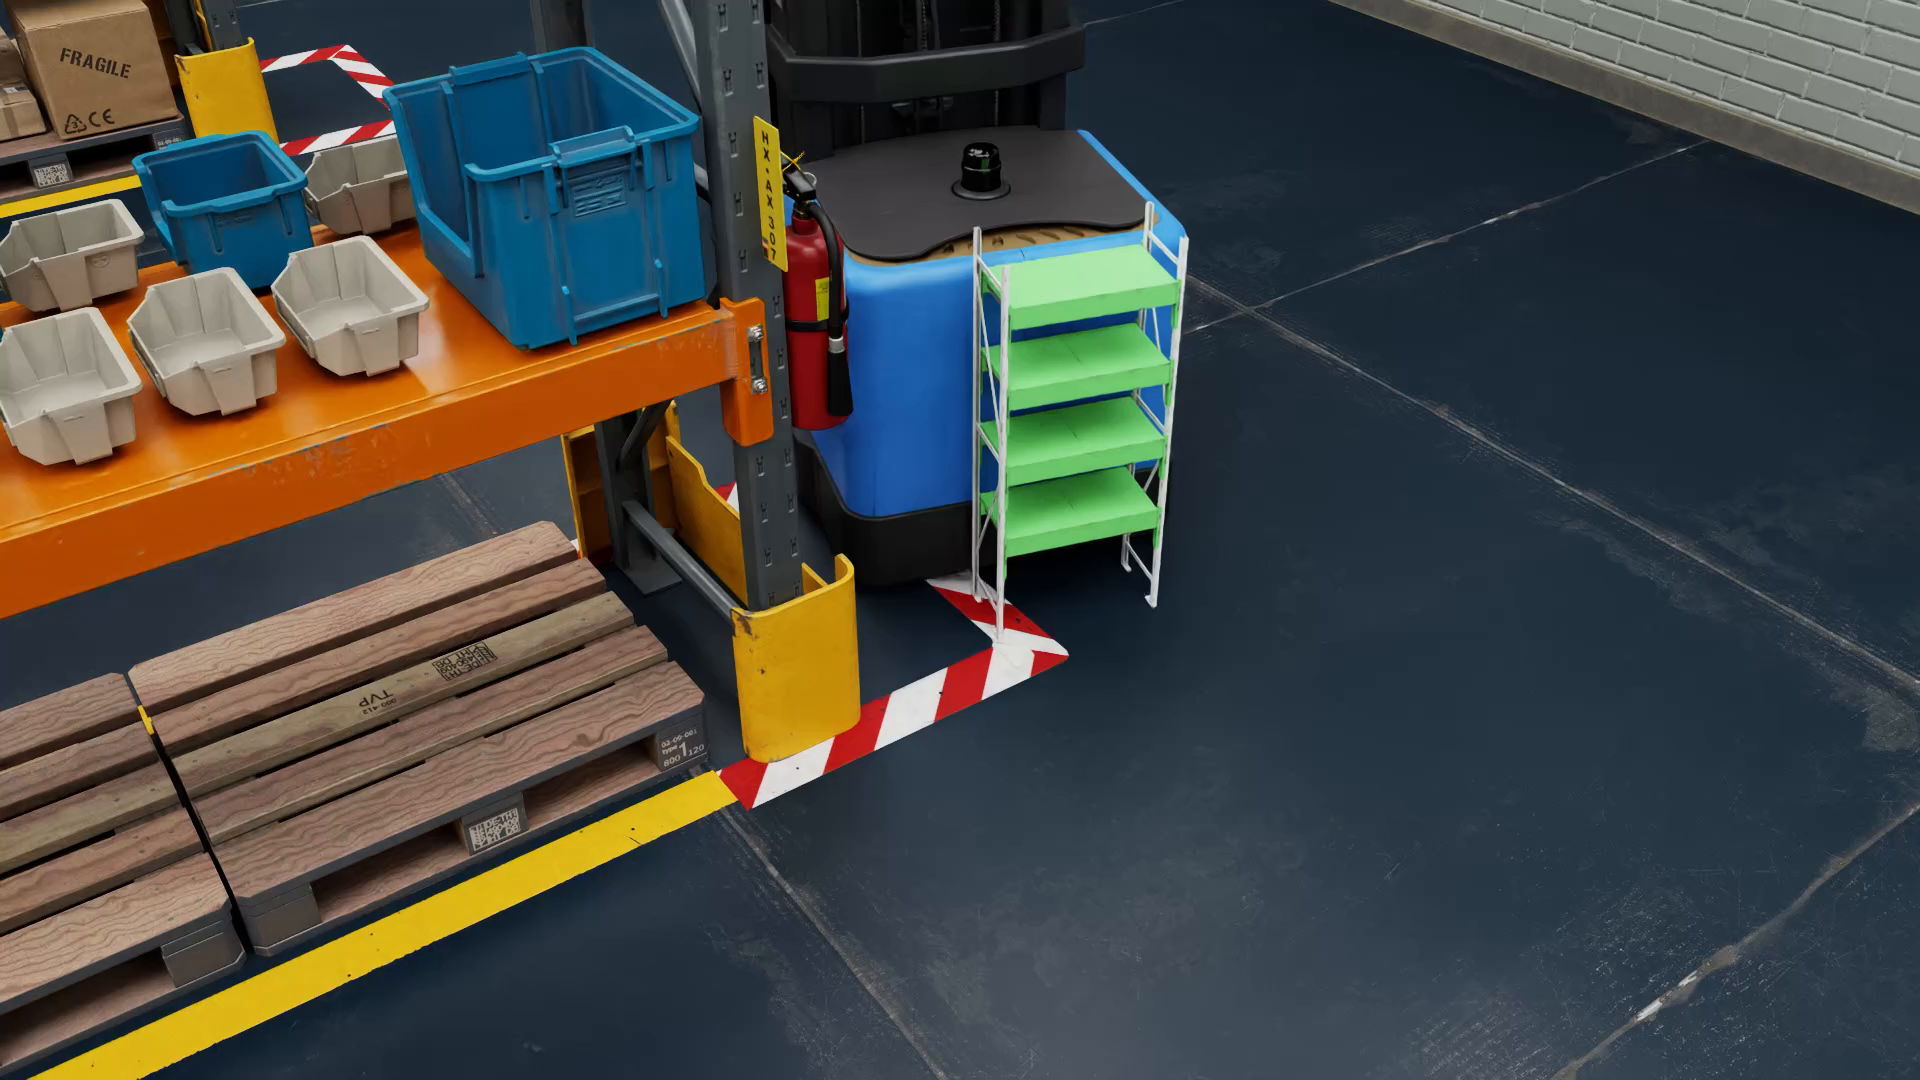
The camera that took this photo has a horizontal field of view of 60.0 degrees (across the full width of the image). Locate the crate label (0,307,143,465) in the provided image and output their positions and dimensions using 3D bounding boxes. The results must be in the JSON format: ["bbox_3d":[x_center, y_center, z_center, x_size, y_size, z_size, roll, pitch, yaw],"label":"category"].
[{"bbox_3d":[-1.757,-0.292,3.261,0.243,0.136,0.396,-22,41,-28],"label":"crate label"}]

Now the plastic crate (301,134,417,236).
[{"bbox_3d":[-1.438,-0.854,4.043,0.298,0.136,0.250,-22,41,-28],"label":"plastic crate"}]

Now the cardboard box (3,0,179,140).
[{"bbox_3d":[-3.889,-2.160,7.448,0.500,0.500,0.500,-22,41,-28],"label":"cardboard box"}]

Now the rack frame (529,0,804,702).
[{"bbox_3d":[-0.736,-0.931,3.976,0.127,3.000,1.000,-22,41,-28],"label":"rack frame"}]

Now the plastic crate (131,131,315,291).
[{"bbox_3d":[-1.666,-0.740,3.802,0.300,0.233,0.416,-22,41,-28],"label":"plastic crate"}]

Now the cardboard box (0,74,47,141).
[{"bbox_3d":[-4.272,-1.931,7.416,0.250,0.166,0.380,-22,41,-28],"label":"cardboard box"}]

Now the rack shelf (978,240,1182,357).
[{"bbox_3d":[0.311,-0.644,4.405,0.480,0.148,0.258,-11,37,-15],"label":"rack shelf"}]

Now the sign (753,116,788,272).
[{"bbox_3d":[-0.406,-0.740,3.571,0.005,0.325,0.100,-22,41,-28],"label":"sign"}]

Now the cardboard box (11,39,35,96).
[{"bbox_3d":[-4.331,-2.264,7.879,0.250,0.166,0.380,-22,41,-28],"label":"cardboard box"}]

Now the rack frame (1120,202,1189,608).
[{"bbox_3d":[0.543,-0.351,4.711,0.015,1.200,0.240,-11,37,-15],"label":"rack frame"}]

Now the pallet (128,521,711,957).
[{"bbox_3d":[-1.433,0.460,4.430,1.213,0.211,1.003,-22,41,-28],"label":"pallet"}]

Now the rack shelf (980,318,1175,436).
[{"bbox_3d":[0.311,-0.449,4.545,0.480,0.148,0.258,-11,37,-15],"label":"rack shelf"}]

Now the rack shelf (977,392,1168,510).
[{"bbox_3d":[0.311,-0.254,4.685,0.480,0.148,0.258,-11,37,-15],"label":"rack shelf"}]

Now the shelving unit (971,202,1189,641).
[{"bbox_3d":[0.311,-0.306,4.648,0.503,1.200,0.258,-11,37,-15],"label":"shelving unit"}]

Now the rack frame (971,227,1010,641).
[{"bbox_3d":[0.080,-0.261,4.585,0.015,1.200,0.240,-11,37,-15],"label":"rack frame"}]

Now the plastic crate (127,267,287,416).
[{"bbox_3d":[-1.544,-0.397,3.408,0.243,0.136,0.396,-22,41,-28],"label":"plastic crate"}]

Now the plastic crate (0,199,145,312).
[{"bbox_3d":[-1.992,-0.626,3.726,0.298,0.136,0.250,-22,41,-28],"label":"plastic crate"}]

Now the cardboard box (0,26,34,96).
[{"bbox_3d":[-4.603,-2.143,7.639,0.500,0.250,0.500,-22,41,-28],"label":"cardboard box"}]

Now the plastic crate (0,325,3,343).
[{"bbox_3d":[-2.204,-0.519,3.494,0.300,0.233,0.416,-22,41,-28],"label":"plastic crate"}]

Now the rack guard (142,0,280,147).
[{"bbox_3d":[-3.649,-2.256,7.959,0.348,0.500,1.175,-22,41,-28],"label":"rack guard"}]

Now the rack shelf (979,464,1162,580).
[{"bbox_3d":[0.311,-0.059,4.825,0.480,0.148,0.258,-11,37,-15],"label":"rack shelf"}]

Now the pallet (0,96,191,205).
[{"bbox_3d":[-4.300,-1.870,7.670,1.213,0.211,1.003,-22,41,-28],"label":"pallet"}]

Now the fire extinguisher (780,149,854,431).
[{"bbox_3d":[-0.351,-0.582,3.876,0.183,0.674,0.296,-22,41,-28],"label":"fire extinguisher"}]

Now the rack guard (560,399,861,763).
[{"bbox_3d":[-0.724,0.069,4.725,0.348,0.500,1.175,-22,41,-28],"label":"rack guard"}]

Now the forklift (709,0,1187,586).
[{"bbox_3d":[-0.286,-1.914,5.401,1.130,2.935,3.031,-11,37,-15],"label":"forklift"}]

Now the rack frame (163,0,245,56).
[{"bbox_3d":[-3.587,-3.297,7.264,0.127,3.000,1.000,-22,41,-28],"label":"rack frame"}]

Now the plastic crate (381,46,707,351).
[{"bbox_3d":[-0.902,-0.768,3.667,0.499,0.435,0.616,-22,41,-28],"label":"plastic crate"}]

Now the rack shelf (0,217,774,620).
[{"bbox_3d":[-2.371,0.034,3.250,4.000,0.370,1.077,-22,41,-28],"label":"rack shelf"}]

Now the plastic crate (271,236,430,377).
[{"bbox_3d":[-1.299,-0.488,3.534,0.243,0.136,0.396,-22,41,-28],"label":"plastic crate"}]

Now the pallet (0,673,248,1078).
[{"bbox_3d":[-2.429,0.868,3.863,1.213,0.211,1.003,-22,41,-28],"label":"pallet"}]
